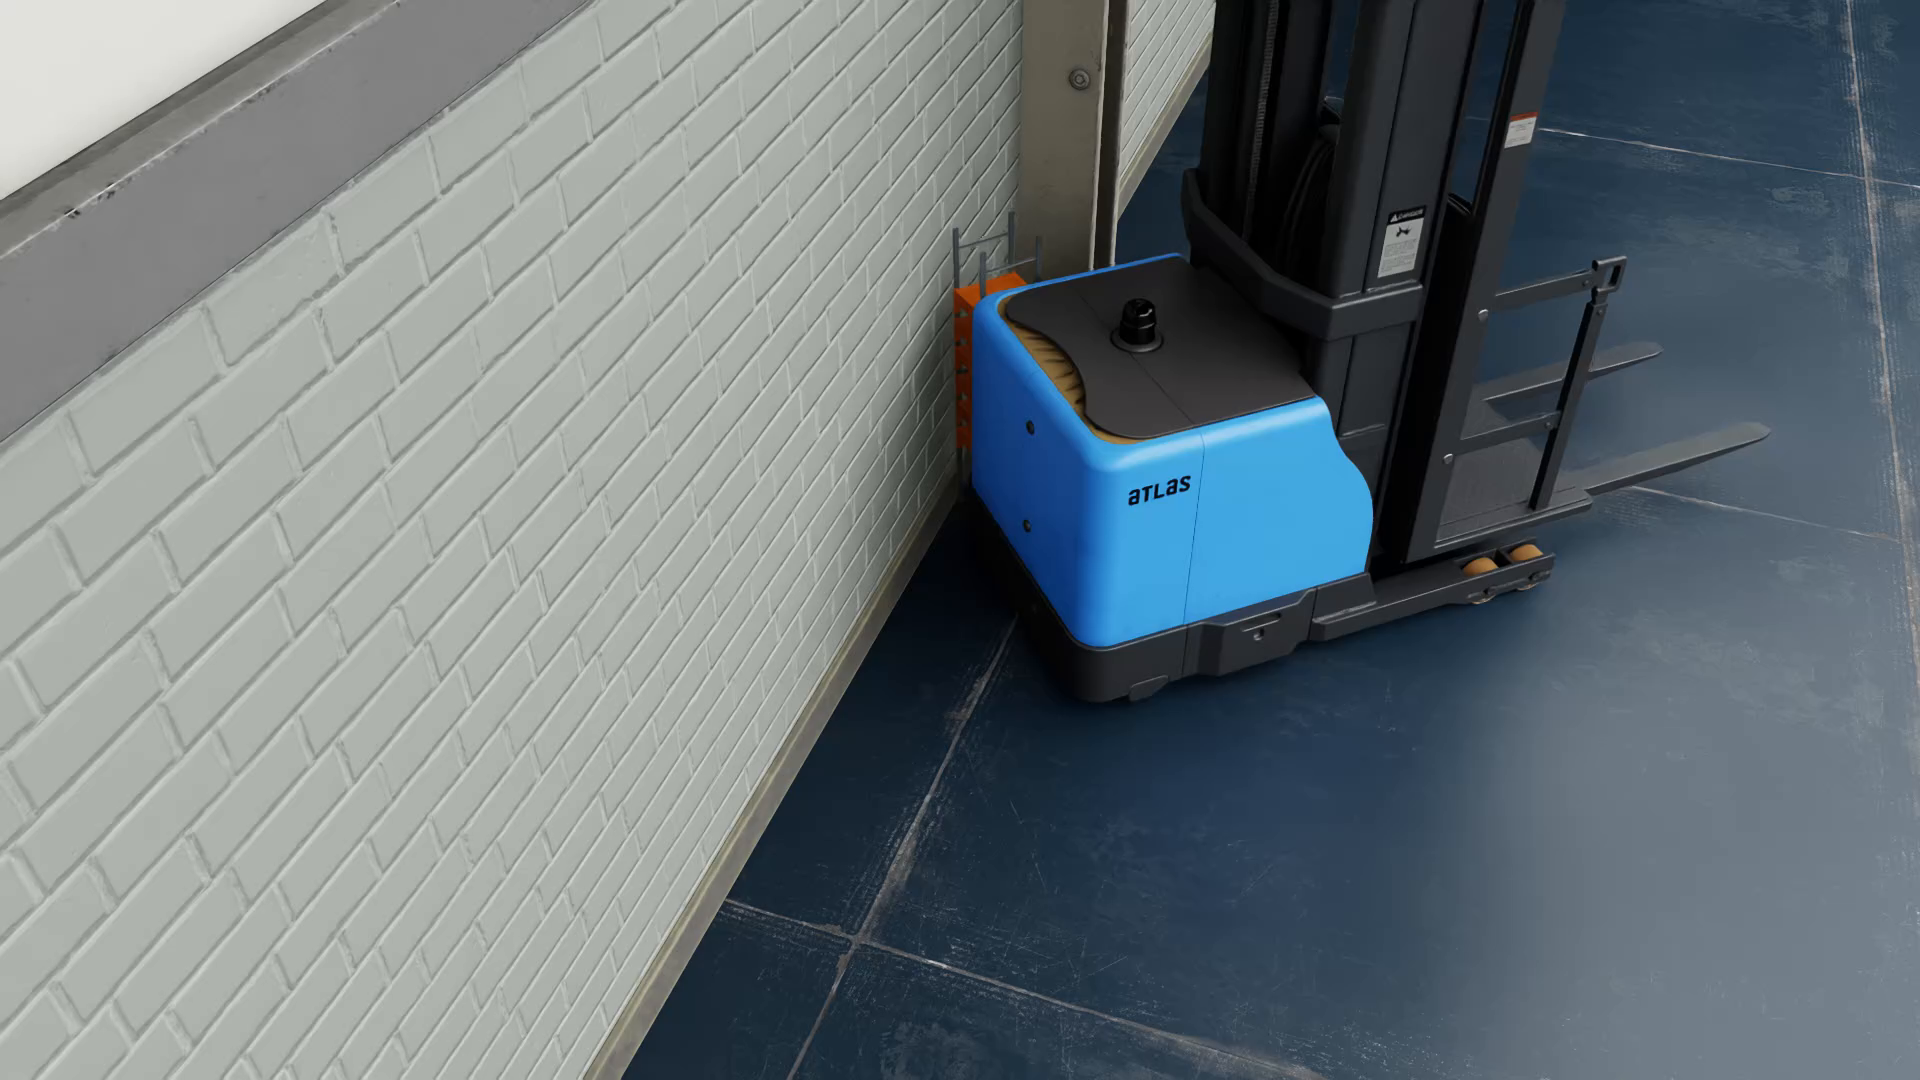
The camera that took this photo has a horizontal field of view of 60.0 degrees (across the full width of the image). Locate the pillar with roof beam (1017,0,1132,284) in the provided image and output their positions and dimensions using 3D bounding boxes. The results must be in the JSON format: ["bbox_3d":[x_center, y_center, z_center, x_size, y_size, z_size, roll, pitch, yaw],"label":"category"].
[{"bbox_3d":[4.476,-3.195,3.062,9.100,9.000,0.400,13,42,15],"label":"pillar with roof beam"}]

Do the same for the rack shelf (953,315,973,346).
[{"bbox_3d":[0.132,-0.735,5.883,0.258,0.103,0.180,-20,44,-21],"label":"rack shelf"}]

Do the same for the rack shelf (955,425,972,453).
[{"bbox_3d":[0.138,-0.371,6.195,0.258,0.103,0.180,-20,44,-21],"label":"rack shelf"}]

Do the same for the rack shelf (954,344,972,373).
[{"bbox_3d":[0.133,-0.644,5.961,0.258,0.103,0.180,-20,44,-21],"label":"rack shelf"}]

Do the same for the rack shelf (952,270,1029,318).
[{"bbox_3d":[0.130,-0.826,5.805,0.258,0.103,0.180,-20,44,-21],"label":"rack shelf"}]

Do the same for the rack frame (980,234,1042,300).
[{"bbox_3d":[0.179,-0.535,5.949,0.240,1.200,0.006,-20,44,-21],"label":"rack frame"}]

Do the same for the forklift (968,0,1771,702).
[{"bbox_3d":[1.596,-1.189,5.385,3.031,2.935,1.130,-15,43,-17],"label":"forklift"}]

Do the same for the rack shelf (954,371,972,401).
[{"bbox_3d":[0.135,-0.553,6.039,0.258,0.103,0.180,-20,44,-21],"label":"rack shelf"}]

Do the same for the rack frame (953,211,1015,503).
[{"bbox_3d":[0.090,-0.638,6.071,0.240,1.200,0.006,-20,44,-21],"label":"rack frame"}]

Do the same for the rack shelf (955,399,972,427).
[{"bbox_3d":[0.137,-0.462,6.117,0.258,0.103,0.180,-20,44,-21],"label":"rack shelf"}]

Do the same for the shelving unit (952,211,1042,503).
[{"bbox_3d":[0.134,-0.587,6.010,0.258,1.200,0.189,-20,44,-21],"label":"shelving unit"}]
